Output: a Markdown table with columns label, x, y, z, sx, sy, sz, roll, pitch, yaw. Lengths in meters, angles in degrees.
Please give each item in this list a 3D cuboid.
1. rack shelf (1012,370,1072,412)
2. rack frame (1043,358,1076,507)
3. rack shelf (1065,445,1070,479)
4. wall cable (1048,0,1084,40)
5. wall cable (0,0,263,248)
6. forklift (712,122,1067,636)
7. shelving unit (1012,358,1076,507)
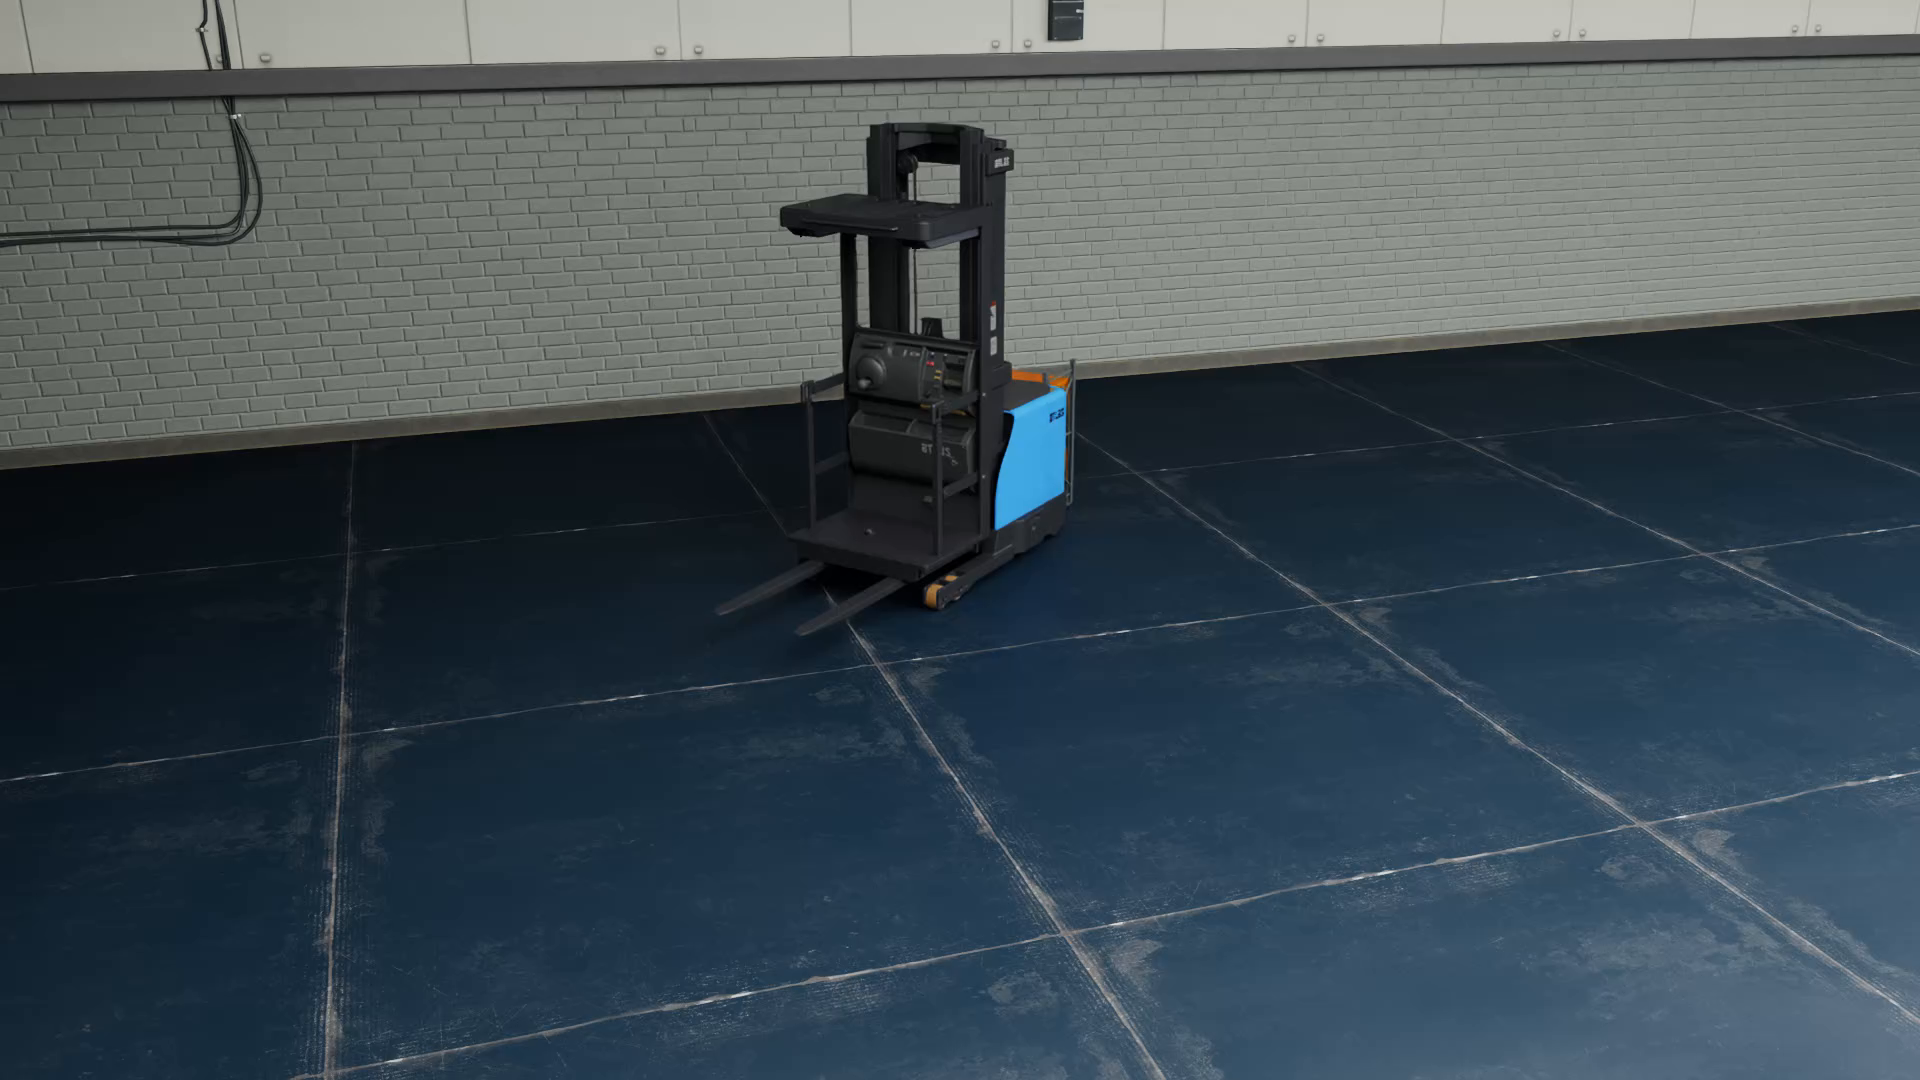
| label | x | y | z | sx | sy | sz | roll | pitch | yaw |
| --- | --- | --- | --- | --- | --- | --- | --- | --- | --- |
| rack shelf | 0.282 | -1.101 | 12.452 | 1.000 | 0.278 | 0.538 | 10 | 22 | 27 |
| rack frame | 0.728 | -0.744 | 12.322 | 0.032 | 1.125 | 0.500 | 10 | 22 | 27 |
| rack shelf | 0.281 | -0.596 | 12.634 | 1.000 | 0.278 | 0.538 | 10 | 22 | 27 |
| wall cable | 1.914 | -7.478 | 14.393 | 2.305 | 6.003 | 0.169 | -6 | 21 | -17 |
| wall cable | -7.103 | -3.412 | 12.699 | 3.097 | 2.526 | 0.112 | -6 | 21 | -17 |
| forklift | -0.427 | -1.109 | 10.668 | 1.130 | 2.935 | 3.031 | 12 | 23 | 29 |
| shelving unit | 0.281 | -0.826 | 12.551 | 1.048 | 1.125 | 0.538 | 10 | 22 | 27 |
